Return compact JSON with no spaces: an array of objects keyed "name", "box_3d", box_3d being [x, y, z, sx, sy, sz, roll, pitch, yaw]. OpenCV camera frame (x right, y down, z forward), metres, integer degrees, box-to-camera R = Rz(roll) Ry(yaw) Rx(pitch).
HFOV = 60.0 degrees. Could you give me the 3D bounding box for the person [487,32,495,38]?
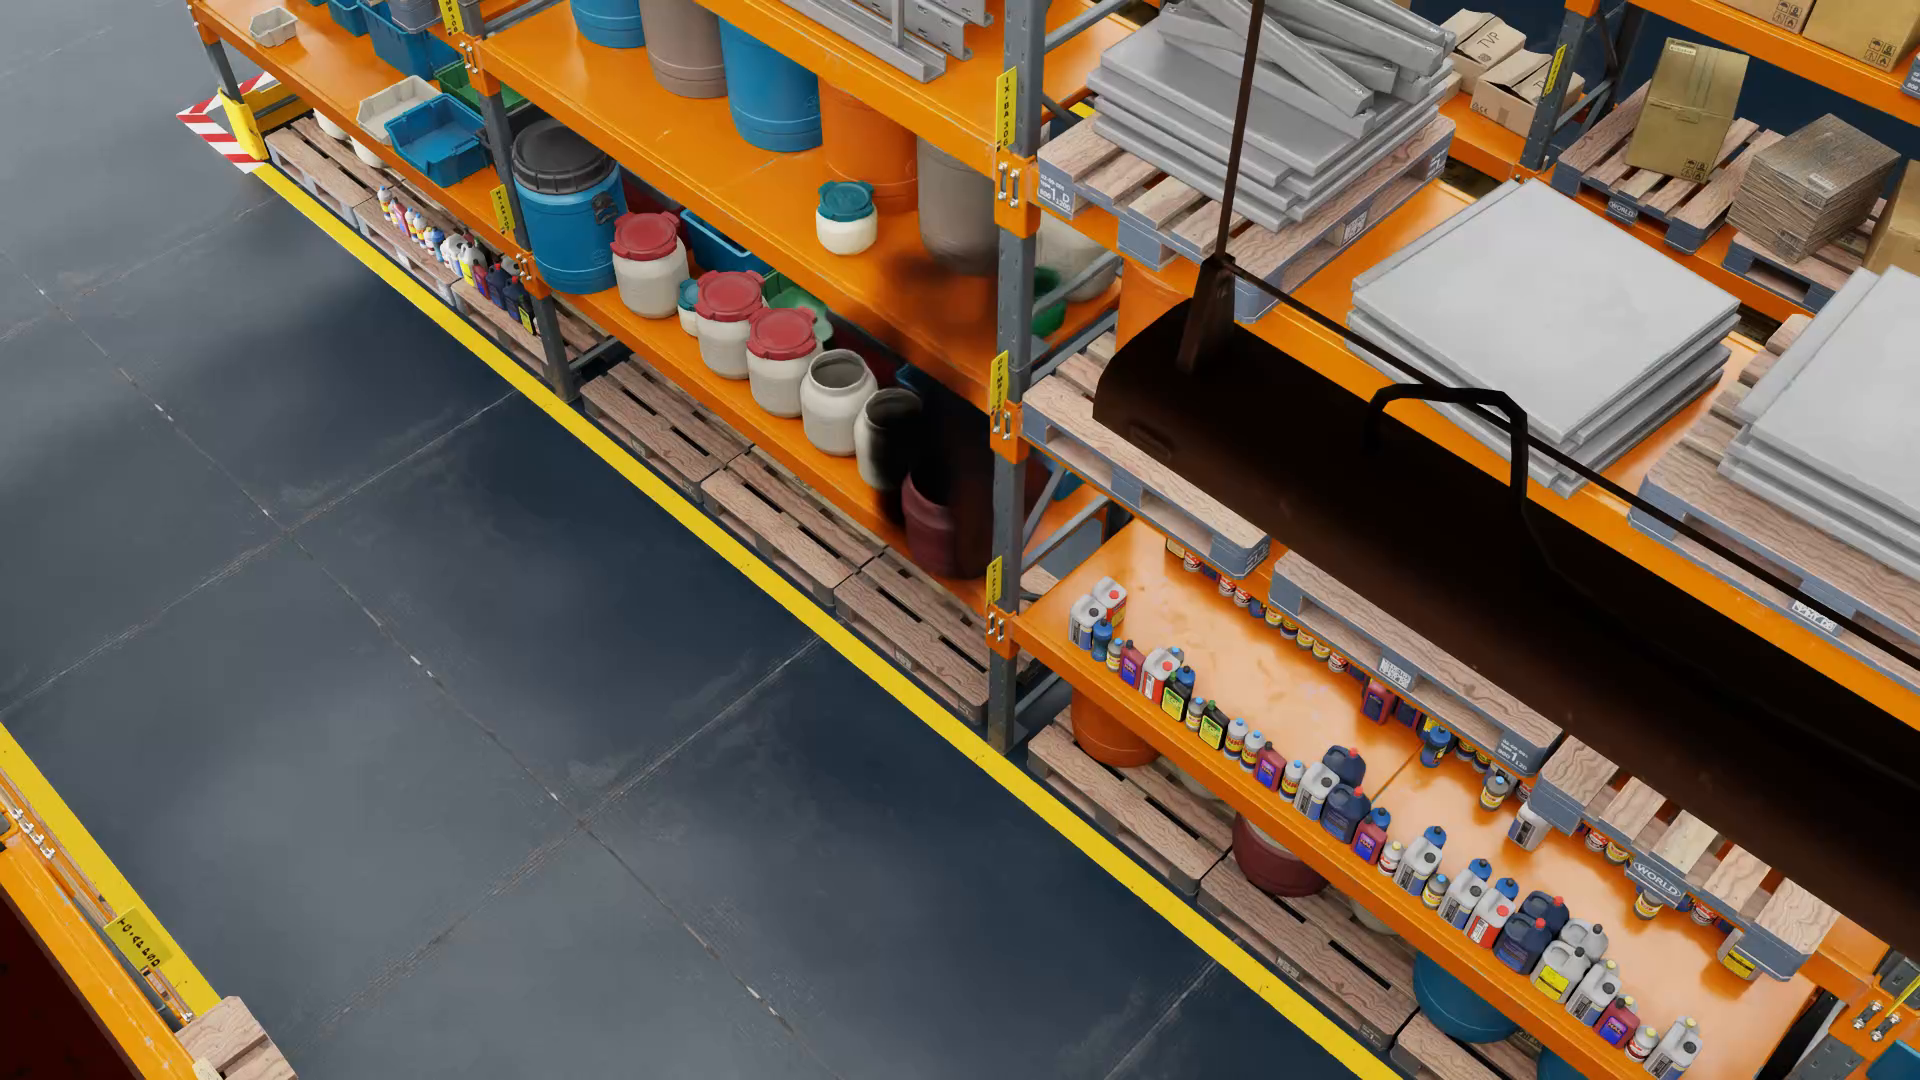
[{"name":"person","box_3d":[-4.220,-4.600,13.038,0.959,1.766,0.693,22,53,17]}]
